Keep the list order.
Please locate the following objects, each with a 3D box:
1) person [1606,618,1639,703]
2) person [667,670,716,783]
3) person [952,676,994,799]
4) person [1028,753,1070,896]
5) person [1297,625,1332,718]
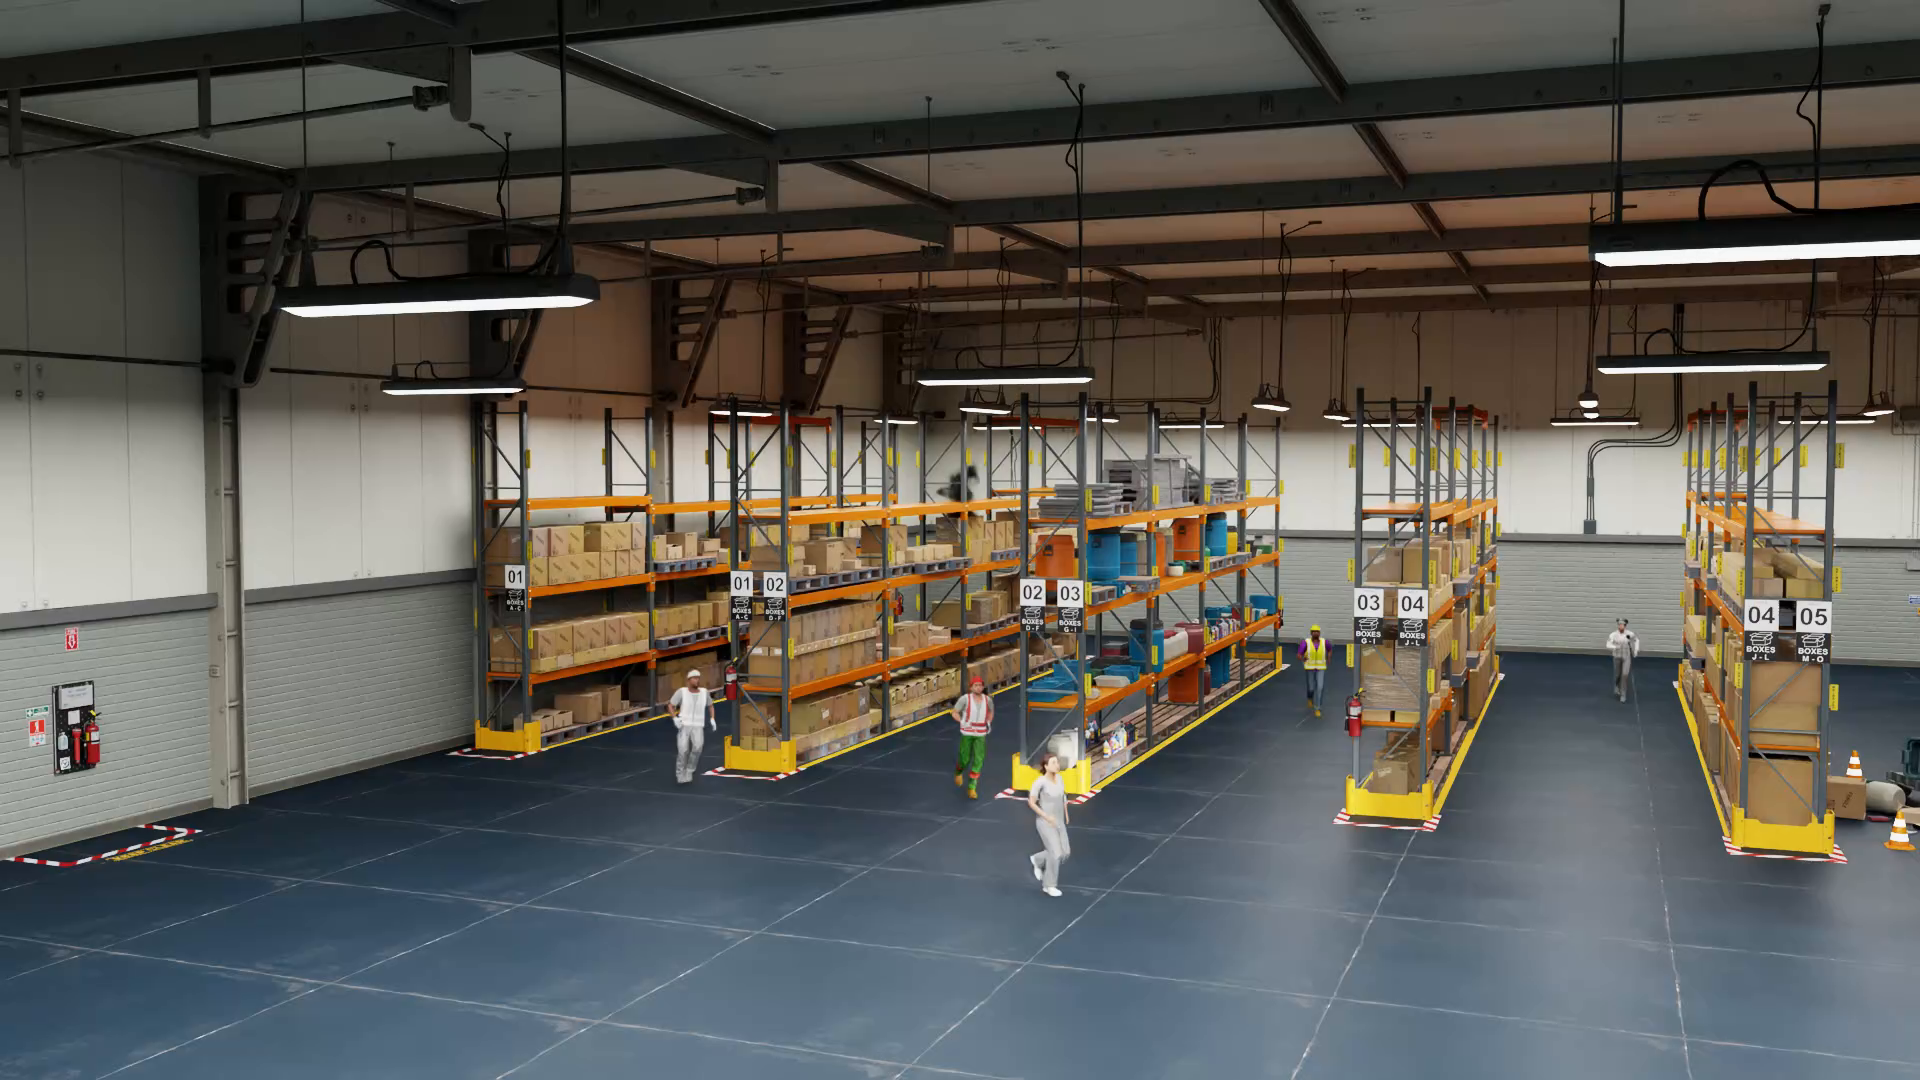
[{"bbox_3d":[13.787,2.474,34.602,0.619,1.735,0.912,1,3,26],"label":"person"},{"bbox_3d":[-4.139,2.885,25.706,0.747,1.728,0.574,-1,3,-17],"label":"person"},{"bbox_3d":[0.210,2.915,24.848,0.669,1.779,0.854,-1,3,-12],"label":"person"},{"bbox_3d":[0.999,3.256,19.205,0.595,1.627,0.590,-3,4,-44],"label":"person"},{"bbox_3d":[6.936,2.532,32.473,0.700,1.762,0.956,0,3,6],"label":"person"}]
